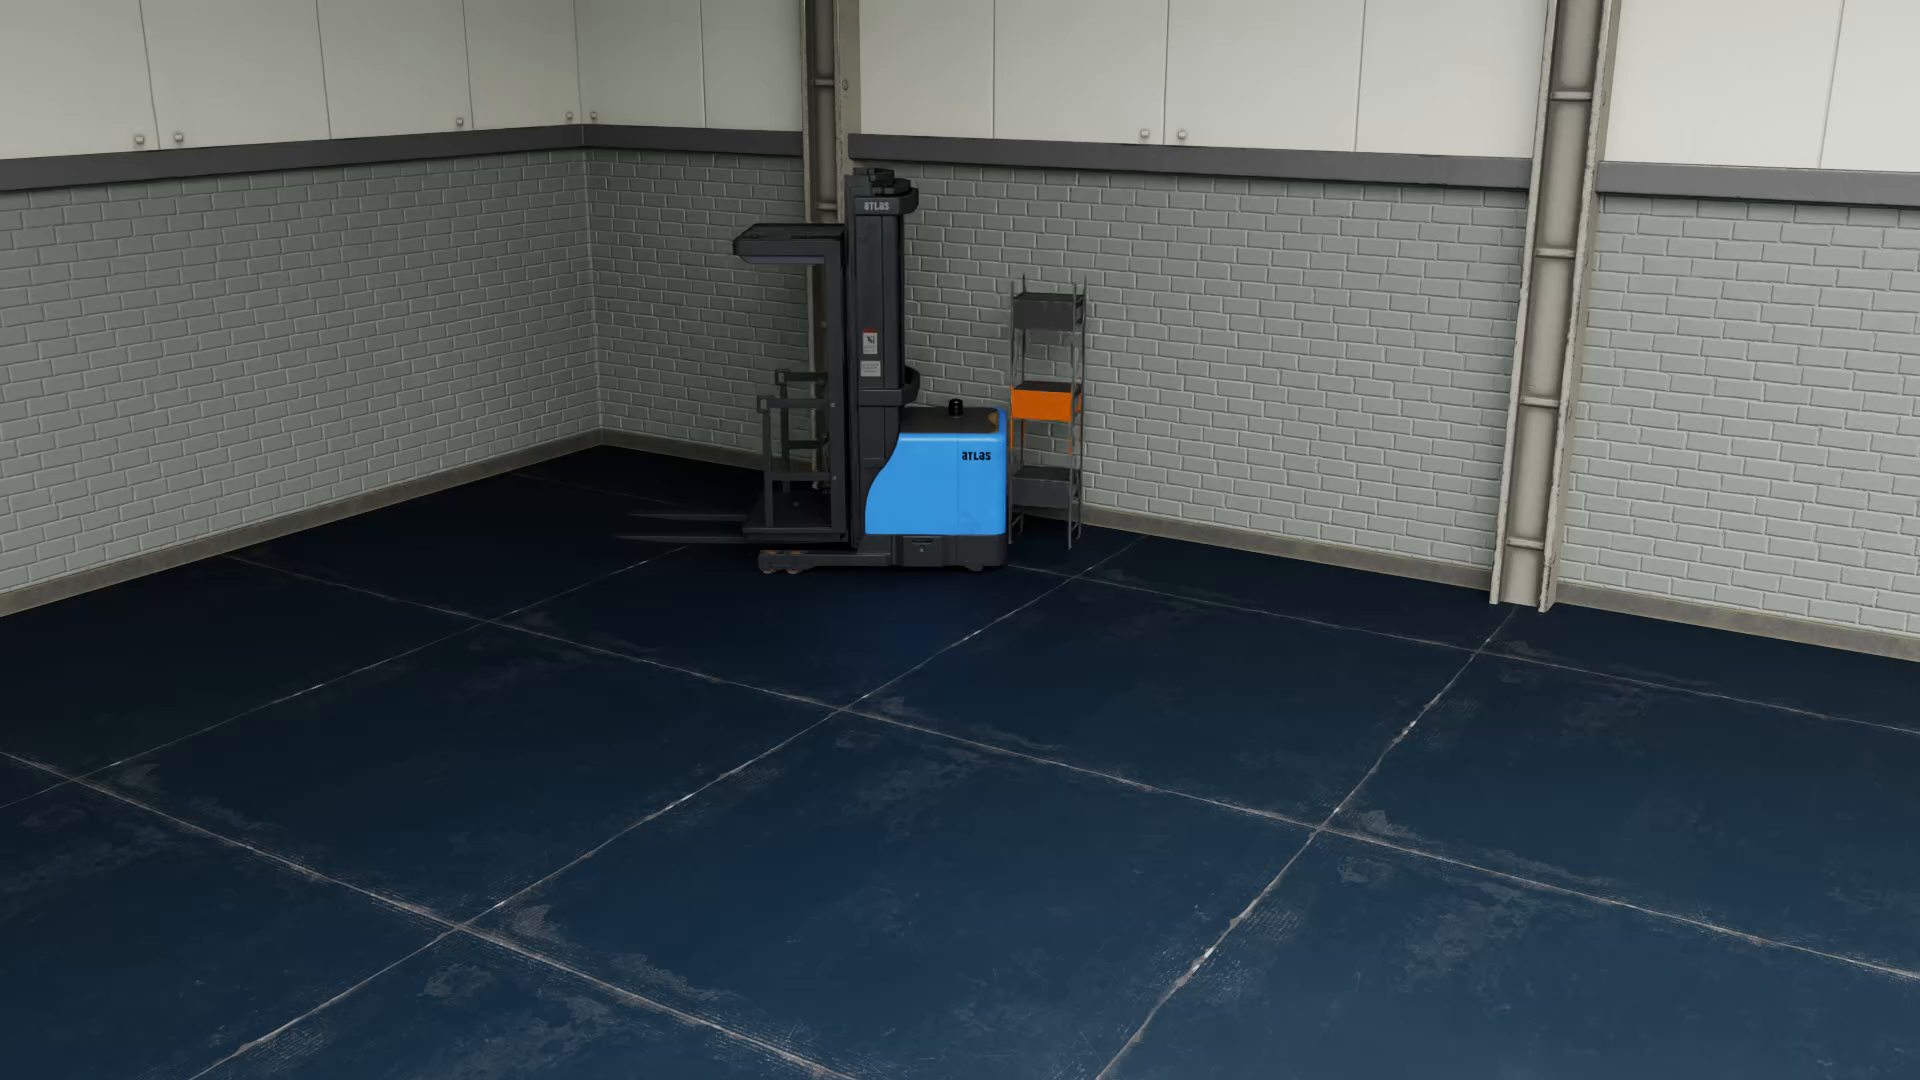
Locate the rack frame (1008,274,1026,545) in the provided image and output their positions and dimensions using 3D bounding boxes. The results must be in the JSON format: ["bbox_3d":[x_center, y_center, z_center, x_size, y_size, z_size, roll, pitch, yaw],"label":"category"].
[{"bbox_3d":[0.449,-1.019,13.124,0.015,2.100,0.400,5,18,16],"label":"rack frame"}]

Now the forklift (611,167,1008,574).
[{"bbox_3d":[-1.147,-1.302,12.623,3.031,2.935,1.130,0,17,1],"label":"forklift"}]

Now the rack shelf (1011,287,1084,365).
[{"bbox_3d":[0.684,-1.656,12.859,0.480,0.518,0.431,5,18,16],"label":"rack shelf"}]

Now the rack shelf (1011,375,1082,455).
[{"bbox_3d":[0.684,-0.986,13.063,0.480,0.518,0.431,5,18,16],"label":"rack shelf"}]

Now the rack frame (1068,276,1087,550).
[{"bbox_3d":[0.918,-0.979,12.993,0.015,2.100,0.400,5,18,16],"label":"rack frame"}]

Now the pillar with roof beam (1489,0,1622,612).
[{"bbox_3d":[1.780,-2.797,7.107,0.400,9.000,9.100,10,20,30],"label":"pillar with roof beam"}]

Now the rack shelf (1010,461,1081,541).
[{"bbox_3d":[0.684,-0.317,13.266,0.480,0.518,0.431,5,18,16],"label":"rack shelf"}]

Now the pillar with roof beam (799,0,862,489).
[{"bbox_3d":[-3.333,-3.710,10.112,0.400,9.000,9.100,10,20,30],"label":"pillar with roof beam"}]

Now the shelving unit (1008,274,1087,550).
[{"bbox_3d":[0.684,-0.999,13.059,0.503,2.100,0.431,5,18,16],"label":"shelving unit"}]
